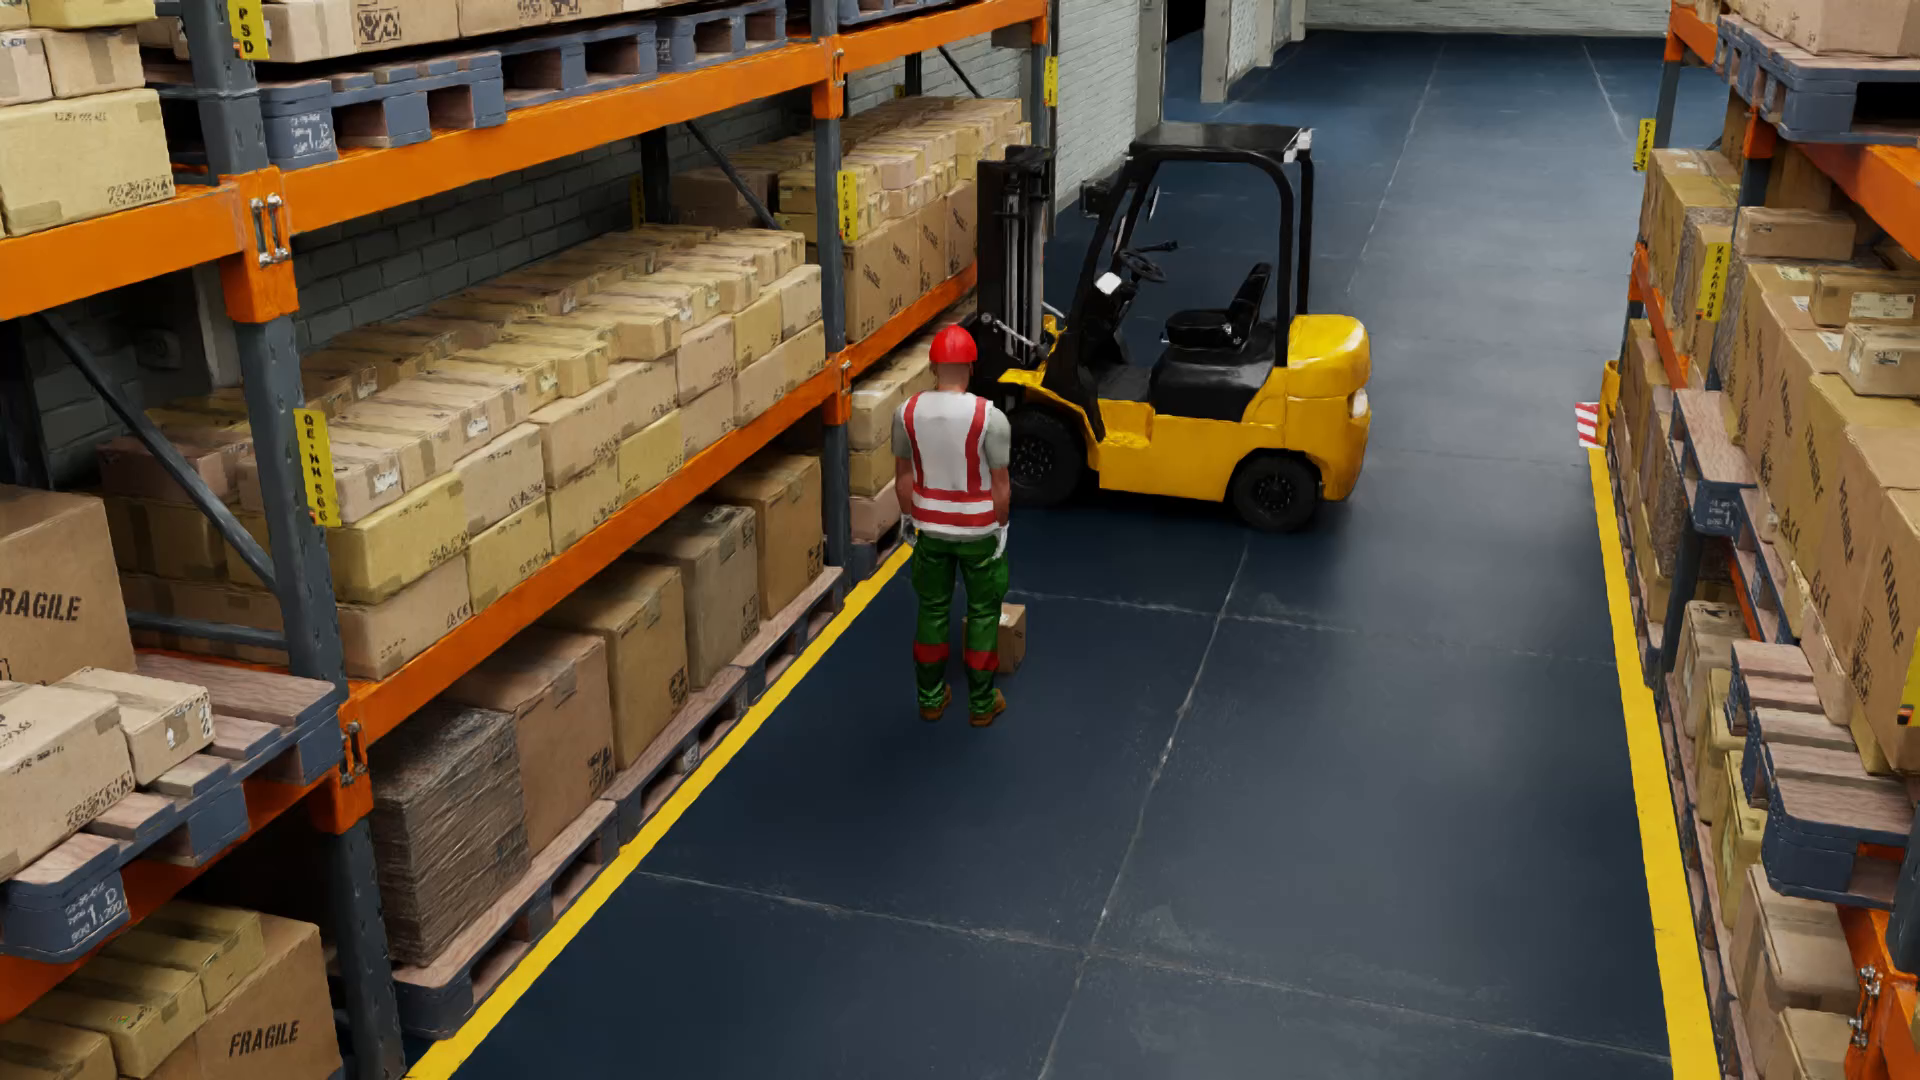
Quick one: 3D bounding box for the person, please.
[{"bbox_3d":[-0.024,-0.056,7.206,0.527,1.779,0.347,7,23,17],"label":"person"}]
